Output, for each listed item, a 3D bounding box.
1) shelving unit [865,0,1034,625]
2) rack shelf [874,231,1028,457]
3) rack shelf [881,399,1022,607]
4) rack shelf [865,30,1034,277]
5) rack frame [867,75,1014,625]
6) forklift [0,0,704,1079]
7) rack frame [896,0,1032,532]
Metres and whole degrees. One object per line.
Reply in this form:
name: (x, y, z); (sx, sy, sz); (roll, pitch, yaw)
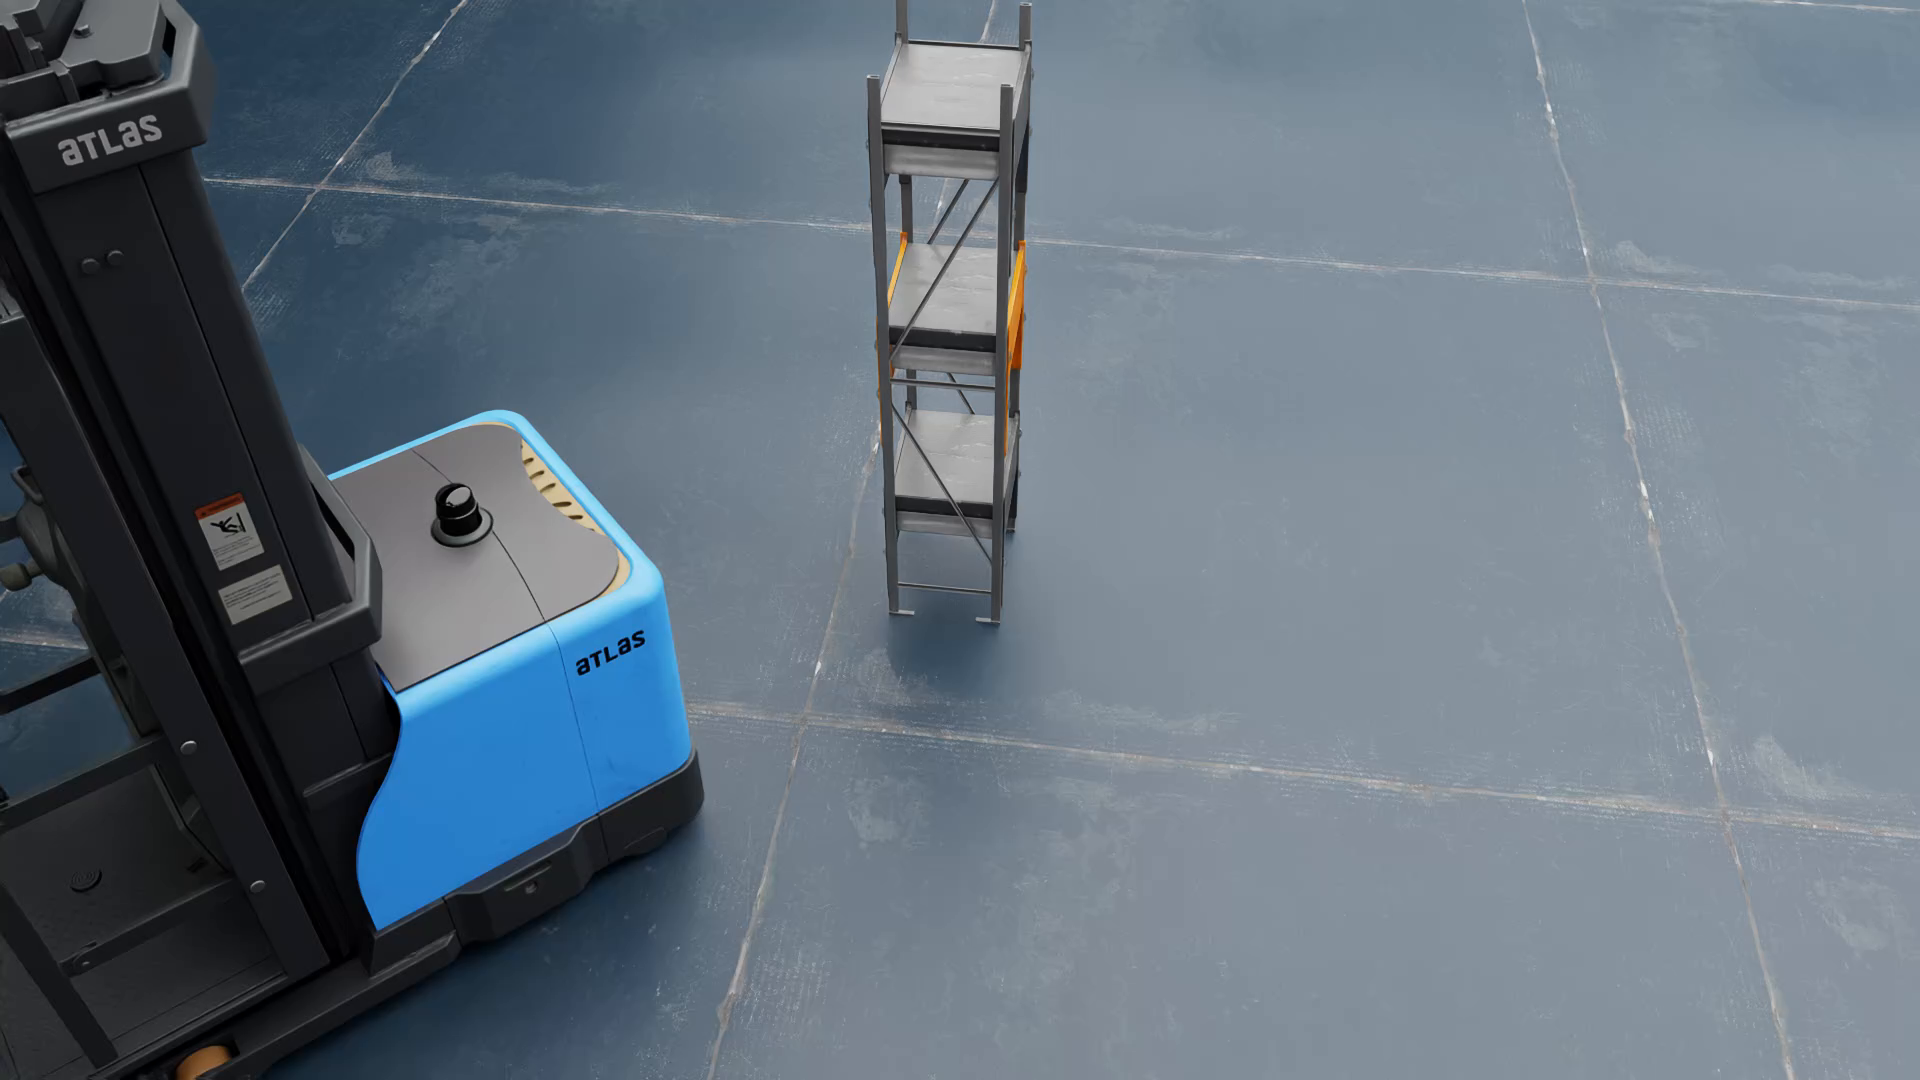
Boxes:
shelving unit: (-0.022, -0.650, 5.409); (0.431, 2.100, 0.503); (5, 44, 6)
rack shelf: (-0.022, -0.640, 5.418); (0.431, 0.518, 0.480); (5, 44, 6)
rack shelf: (-0.022, -0.131, 5.900); (0.431, 0.518, 0.480); (5, 44, 6)
rack shelf: (-0.022, -1.148, 4.937); (0.431, 0.518, 0.480); (5, 44, 6)
rack frame: (-0.054, -0.483, 5.233); (0.400, 2.100, 0.015); (5, 44, 6)
forklift: (-2.296, 0.160, 3.950); (3.031, 2.935, 1.130); (-27, 50, -26)
rack frame: (0.010, -0.816, 5.585); (0.400, 2.100, 0.015); (5, 44, 6)
